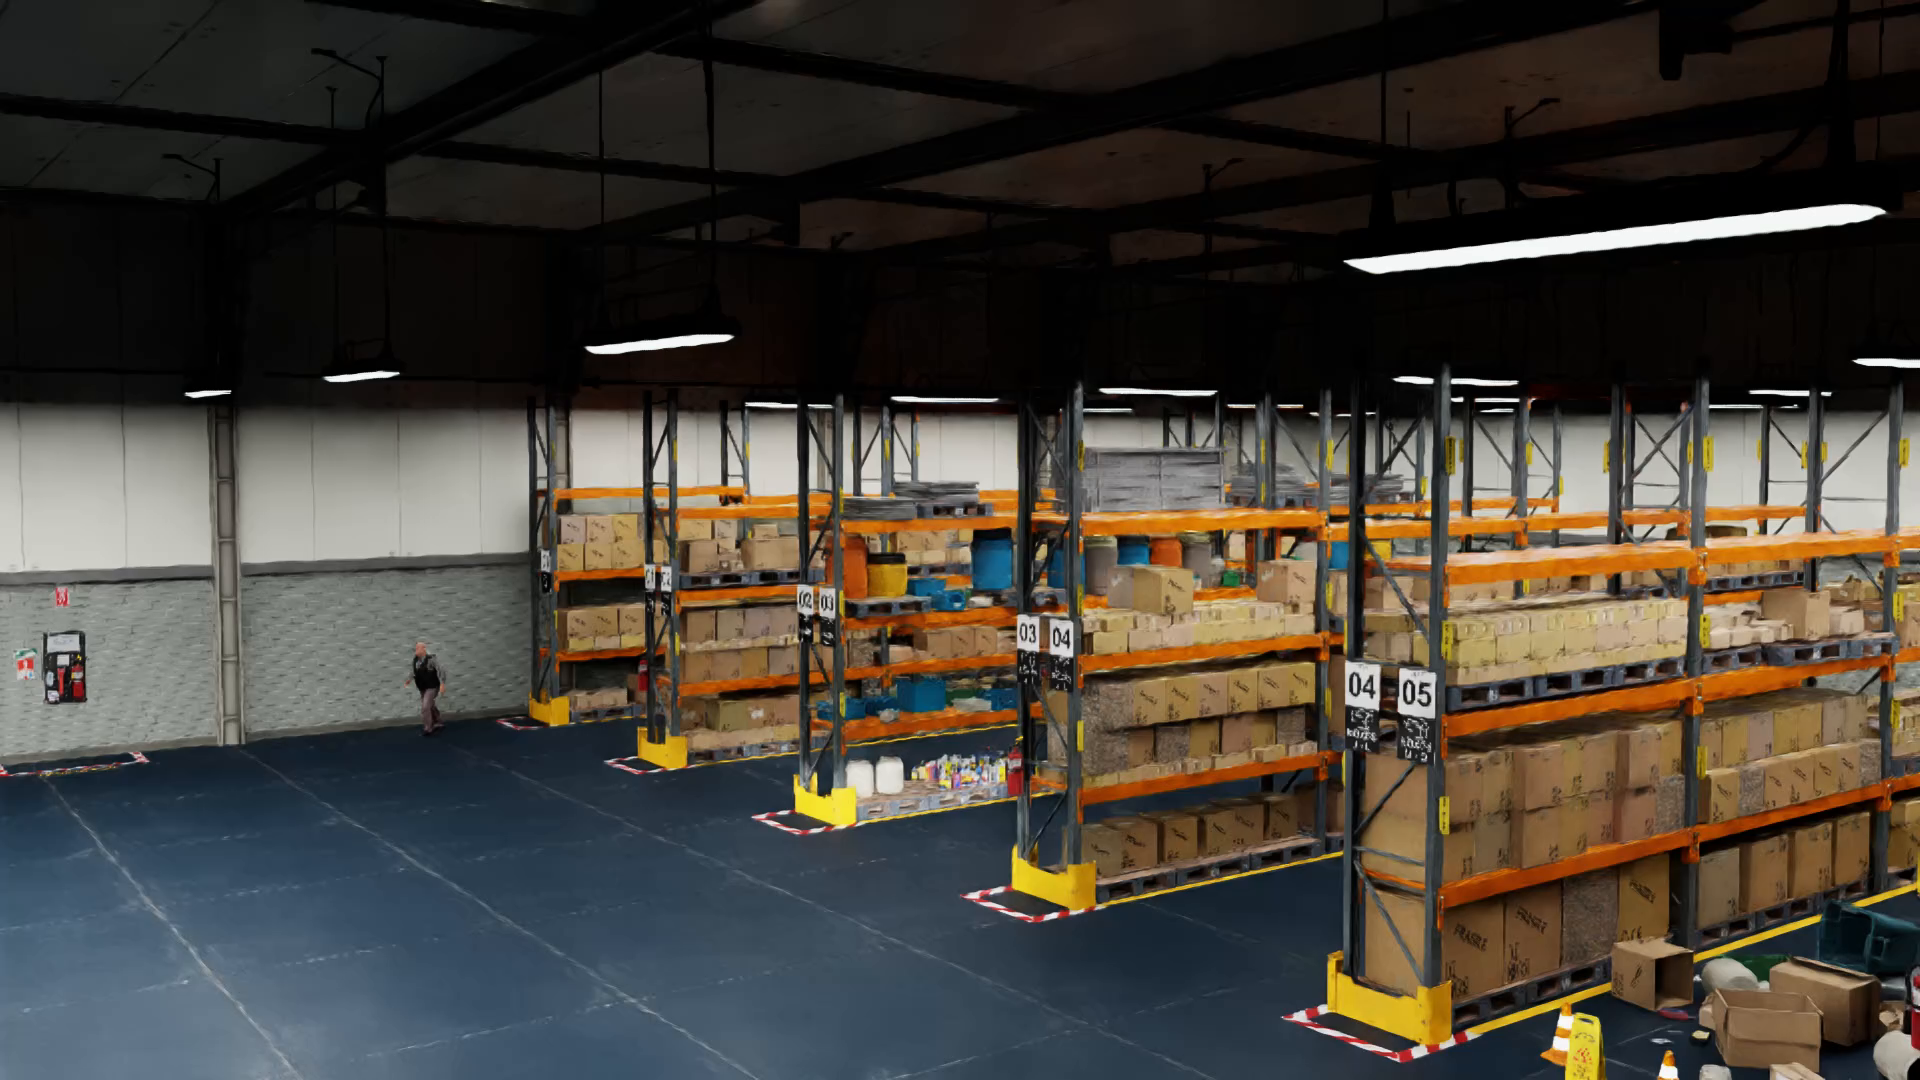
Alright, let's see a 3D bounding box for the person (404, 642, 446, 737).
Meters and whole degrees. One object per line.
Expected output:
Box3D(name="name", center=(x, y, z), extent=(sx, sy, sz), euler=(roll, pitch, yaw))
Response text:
Box3D(name="person", center=(-9.347, 2.572, 29.232), extent=(0.689, 1.597, 0.810), euler=(2, 4, 35))
